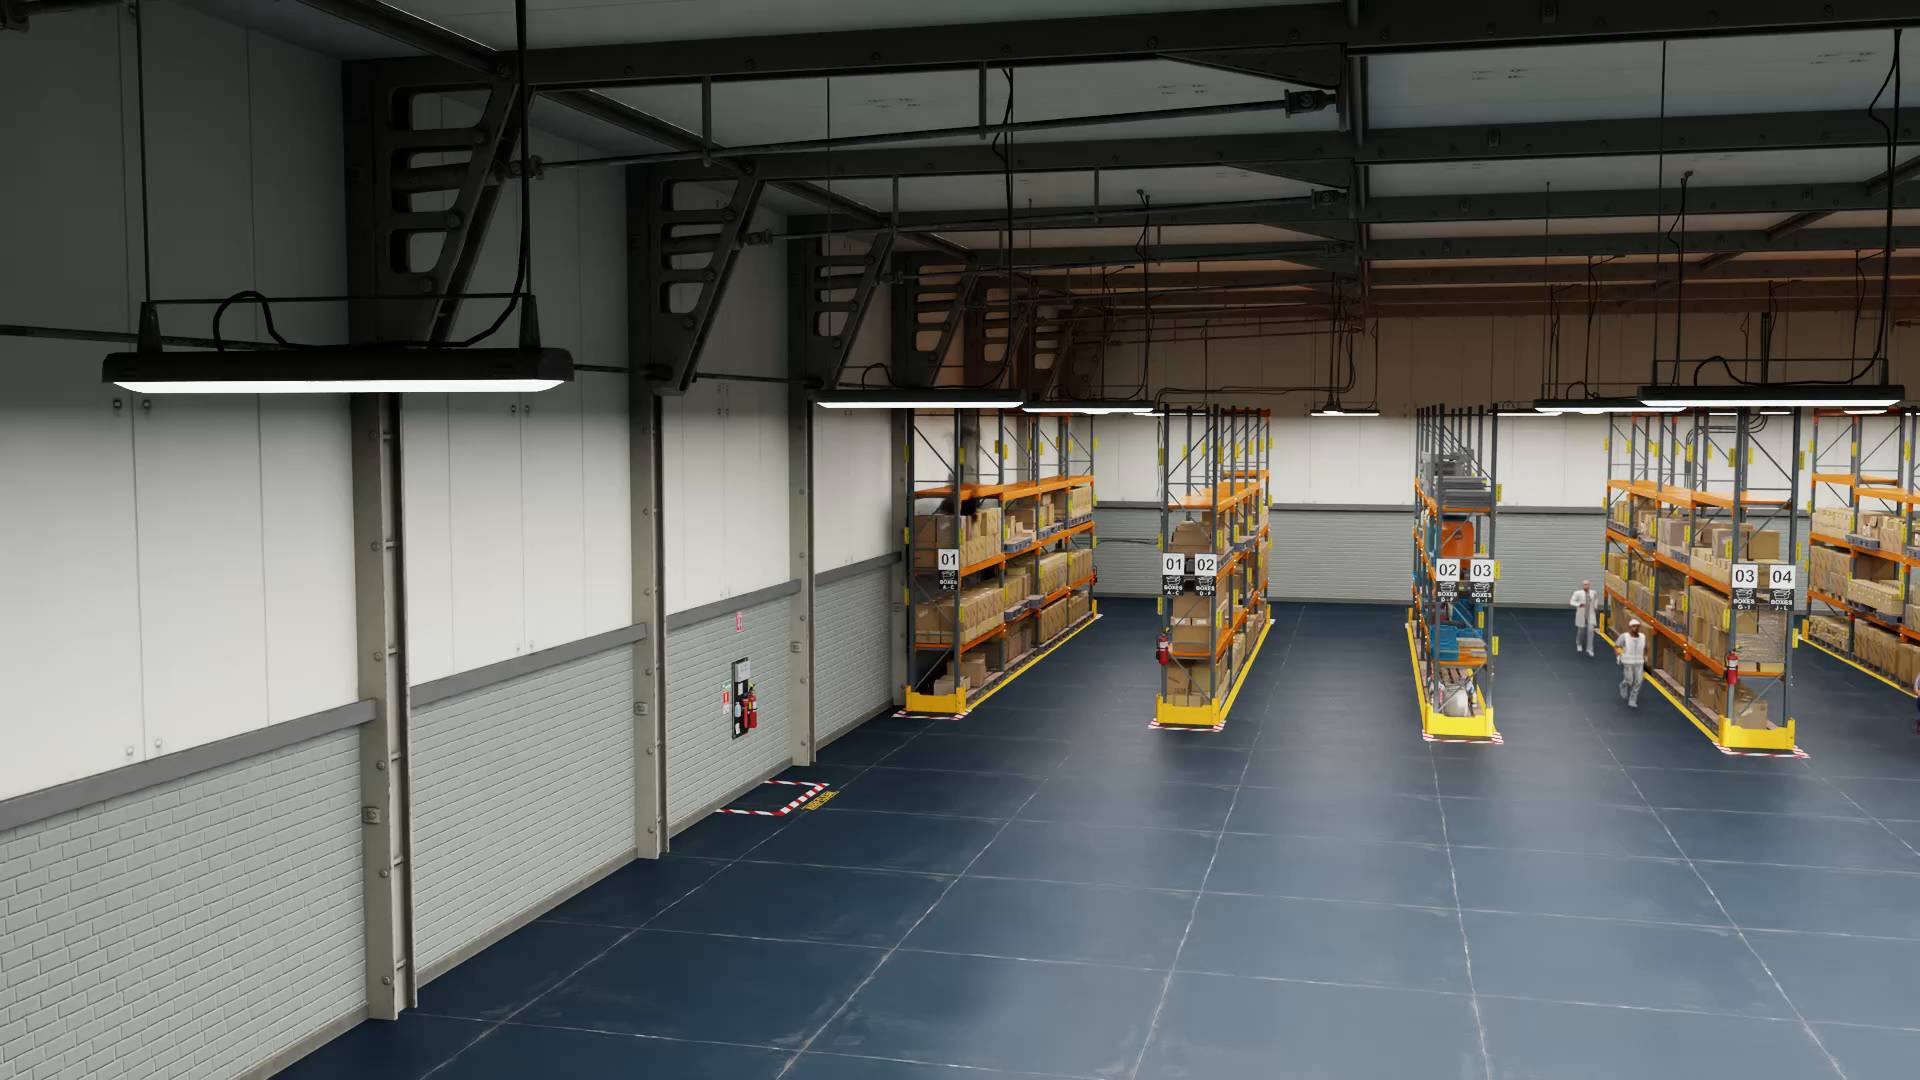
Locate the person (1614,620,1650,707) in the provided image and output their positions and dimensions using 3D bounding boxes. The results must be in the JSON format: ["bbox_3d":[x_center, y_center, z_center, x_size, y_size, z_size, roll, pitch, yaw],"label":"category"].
[{"bbox_3d":[13.411,2.449,33.143,0.688,1.735,0.601,0,4,5],"label":"person"}]

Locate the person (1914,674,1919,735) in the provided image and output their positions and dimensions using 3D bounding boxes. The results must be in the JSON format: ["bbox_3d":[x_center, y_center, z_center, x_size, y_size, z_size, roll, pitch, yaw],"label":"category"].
[{"bbox_3d":[16.822,2.854,28.858,0.640,1.599,0.662,-1,4,-8],"label":"person"}]

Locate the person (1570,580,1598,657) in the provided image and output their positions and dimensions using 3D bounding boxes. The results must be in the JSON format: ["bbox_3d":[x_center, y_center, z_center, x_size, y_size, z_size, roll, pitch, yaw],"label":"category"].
[{"bbox_3d":[15.167,1.872,40.381,0.700,1.801,1.010,1,4,8],"label":"person"}]
